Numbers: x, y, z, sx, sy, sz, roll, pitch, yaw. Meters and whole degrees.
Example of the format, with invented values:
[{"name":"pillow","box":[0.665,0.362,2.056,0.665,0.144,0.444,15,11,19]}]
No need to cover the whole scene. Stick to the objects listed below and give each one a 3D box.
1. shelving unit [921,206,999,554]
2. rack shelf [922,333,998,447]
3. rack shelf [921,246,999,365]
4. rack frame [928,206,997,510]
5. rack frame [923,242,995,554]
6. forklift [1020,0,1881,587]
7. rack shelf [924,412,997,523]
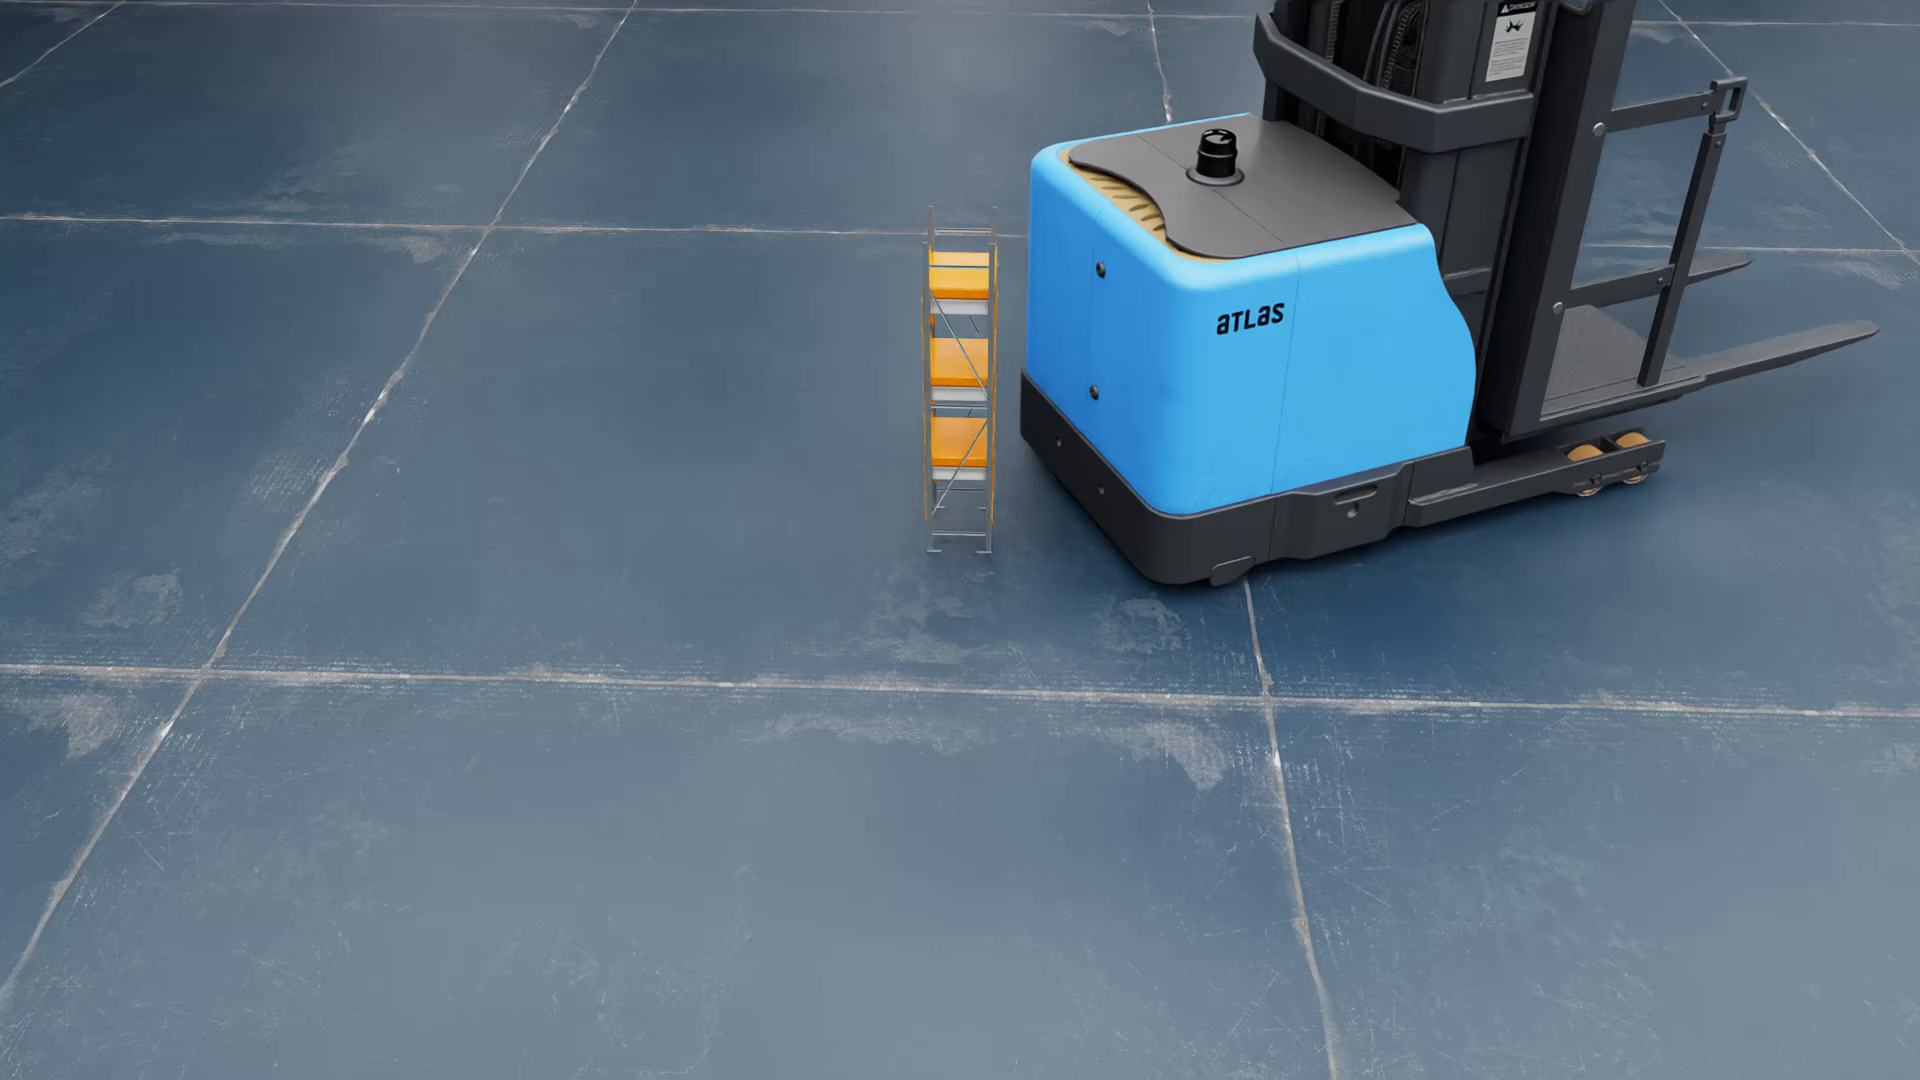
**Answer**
[{"name":"shelving unit","box":[0.002,-0.460,4.992,0.215,1.050,0.252,1,35,2]},{"name":"rack shelf","box":[0.002,-0.452,4.998,0.215,0.259,0.240,1,35,2]},{"name":"rack shelf","box":[0.002,-0.684,4.835,0.215,0.259,0.240,1,35,2]},{"name":"rack frame","box":[0.007,-0.530,5.092,0.200,1.050,0.008,1,35,2]},{"name":"rack frame","box":[-0.003,-0.390,4.892,0.200,1.050,0.008,1,35,2]},{"name":"forklift","box":[1.769,-1.607,4.988,3.031,2.935,1.130,-14,37,-19]},{"name":"rack shelf","box":[0.002,-0.224,5.158,0.215,0.259,0.240,1,35,2]}]
